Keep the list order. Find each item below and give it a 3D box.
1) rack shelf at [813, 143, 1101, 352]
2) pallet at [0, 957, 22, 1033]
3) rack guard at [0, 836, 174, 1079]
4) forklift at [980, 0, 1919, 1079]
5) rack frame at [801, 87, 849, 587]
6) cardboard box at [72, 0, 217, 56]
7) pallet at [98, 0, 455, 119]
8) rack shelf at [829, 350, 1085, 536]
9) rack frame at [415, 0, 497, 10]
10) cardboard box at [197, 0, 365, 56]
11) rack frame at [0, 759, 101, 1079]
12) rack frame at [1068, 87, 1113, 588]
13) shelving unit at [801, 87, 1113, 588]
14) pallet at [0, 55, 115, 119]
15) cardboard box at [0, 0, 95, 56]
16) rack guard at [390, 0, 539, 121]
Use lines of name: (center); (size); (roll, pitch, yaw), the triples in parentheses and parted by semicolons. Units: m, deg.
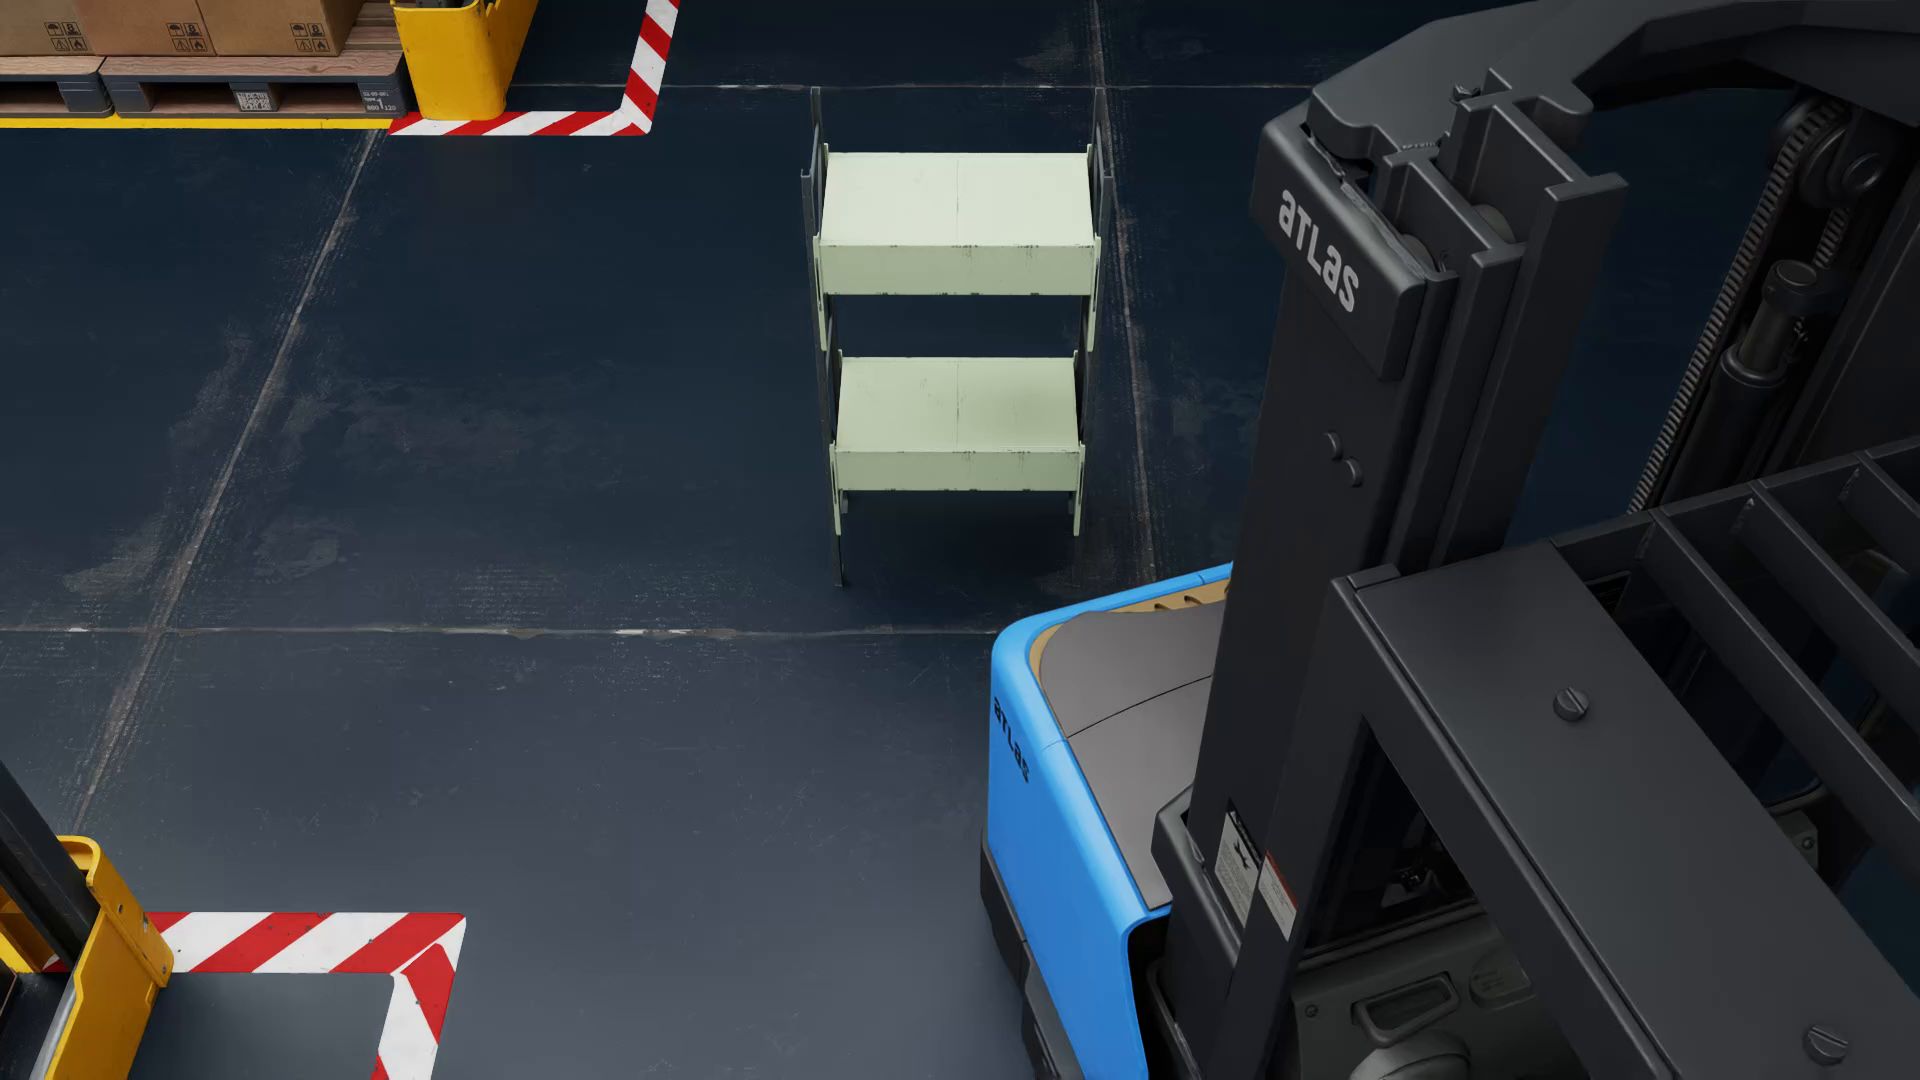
rack shelf: (-0.007, -0.777, 4.415); (0.720, 0.370, 0.431); (0, 47, 0)
pallet: (-2.977, 1.394, 3.809); (1.213, 0.211, 1.003); (0, 47, 0)
rack guard: (-2.180, 1.297, 3.702); (0.348, 0.500, 1.175); (0, 47, 0)
forklift: (1.015, 0.824, 2.480); (1.130, 2.935, 3.031); (-14, 49, -13)
rack frame: (-0.373, -0.512, 4.702); (0.023, 1.500, 0.400); (0, 47, 0)
cardboard box: (-3.290, -2.402, 6.858); (0.500, 0.500, 0.700); (0, 47, 0)
pallet: (-2.889, -2.176, 7.131); (1.213, 0.211, 1.003); (0, 47, 0)
rack shelf: (-0.007, -0.289, 4.940); (0.720, 0.370, 0.431); (0, 47, 0)
rack frame: (-2.089, -3.181, 6.161); (0.127, 3.000, 1.000); (0, 47, 0)
cardboard box: (-2.789, -2.401, 6.856); (0.500, 0.500, 0.700); (0, 47, 0)
rack frame: (-2.104, 0.445, 2.786); (0.127, 3.000, 1.000); (0, 47, 0)
rack frame: (0.359, -0.510, 4.700); (0.023, 1.500, 0.400); (0, 47, 0)
shelving unit: (-0.007, -0.511, 4.701); (0.755, 1.500, 0.431); (0, 47, 0)
pallet: (-4.106, -2.181, 7.136); (1.213, 0.211, 1.003); (0, 47, 0)
cardboard box: (-3.793, -2.403, 6.858); (0.500, 0.500, 0.700); (-1, 47, -1)
rack guard: (-2.065, -2.329, 7.076); (0.348, 0.500, 1.175); (0, 47, 0)
